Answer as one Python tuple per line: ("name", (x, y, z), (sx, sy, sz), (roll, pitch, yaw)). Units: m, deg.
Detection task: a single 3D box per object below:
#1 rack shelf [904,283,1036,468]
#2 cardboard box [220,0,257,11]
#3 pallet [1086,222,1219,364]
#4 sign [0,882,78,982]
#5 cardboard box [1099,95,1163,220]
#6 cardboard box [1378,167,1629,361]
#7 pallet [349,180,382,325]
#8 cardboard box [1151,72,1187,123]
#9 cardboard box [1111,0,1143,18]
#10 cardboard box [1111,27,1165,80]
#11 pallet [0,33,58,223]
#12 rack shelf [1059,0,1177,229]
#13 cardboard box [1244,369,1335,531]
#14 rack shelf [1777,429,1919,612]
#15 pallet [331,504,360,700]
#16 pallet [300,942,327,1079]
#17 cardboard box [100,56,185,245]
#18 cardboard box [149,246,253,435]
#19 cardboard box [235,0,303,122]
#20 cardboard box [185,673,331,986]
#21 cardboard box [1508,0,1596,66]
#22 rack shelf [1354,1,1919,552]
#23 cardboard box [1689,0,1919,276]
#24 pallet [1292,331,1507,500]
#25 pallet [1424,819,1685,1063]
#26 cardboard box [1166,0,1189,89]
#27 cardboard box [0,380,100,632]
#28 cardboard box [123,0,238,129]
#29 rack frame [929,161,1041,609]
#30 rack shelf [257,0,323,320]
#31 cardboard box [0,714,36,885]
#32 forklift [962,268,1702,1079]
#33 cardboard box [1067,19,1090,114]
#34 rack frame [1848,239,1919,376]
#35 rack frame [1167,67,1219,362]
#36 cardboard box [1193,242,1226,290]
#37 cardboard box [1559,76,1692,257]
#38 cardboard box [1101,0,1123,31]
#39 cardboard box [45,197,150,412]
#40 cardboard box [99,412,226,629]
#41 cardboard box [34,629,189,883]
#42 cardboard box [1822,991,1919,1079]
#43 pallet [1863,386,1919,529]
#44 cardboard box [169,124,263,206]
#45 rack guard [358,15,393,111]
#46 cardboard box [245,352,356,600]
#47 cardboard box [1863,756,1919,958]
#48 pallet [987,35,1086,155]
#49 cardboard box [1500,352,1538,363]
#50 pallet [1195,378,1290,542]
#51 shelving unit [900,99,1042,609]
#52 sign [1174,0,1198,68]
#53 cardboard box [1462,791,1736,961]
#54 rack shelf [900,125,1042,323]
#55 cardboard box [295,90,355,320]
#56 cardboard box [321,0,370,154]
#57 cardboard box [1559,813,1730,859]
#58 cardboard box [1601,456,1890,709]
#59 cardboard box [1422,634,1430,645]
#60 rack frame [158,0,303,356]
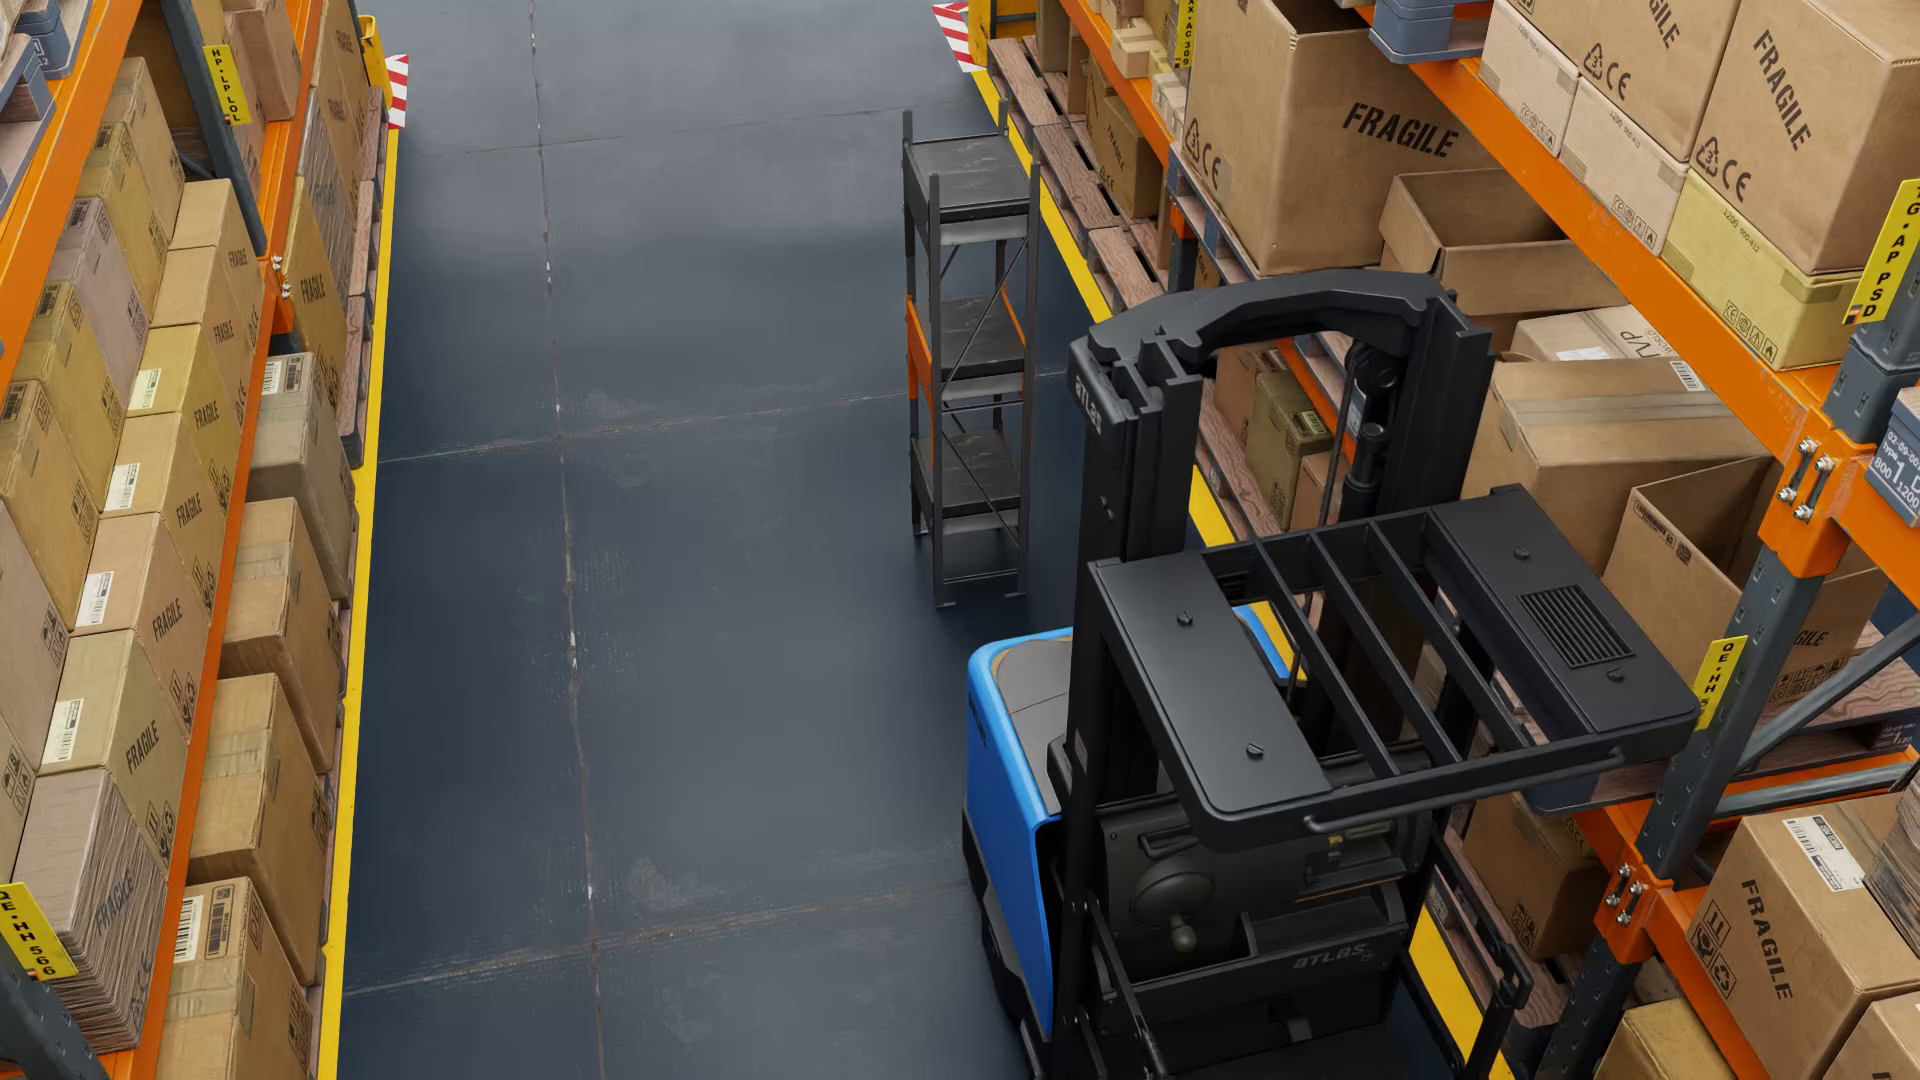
("rack shelf", (0.036, -0.668, 6.723), (0.431, 0.518, 0.480), (-8, 42, -9))
("cardboard box", (-3.628, -2.686, 7.371), (0.875, 0.550, 0.550), (-8, 42, -9))
("pallet", (1.318, -1.305, 8.843), (1.003, 0.211, 1.213), (-8, 42, -9))
("sign", (-1.976, 0.833, 3.521), (0.100, 0.325, 0.005), (-8, 42, -9))
("cardboard box", (1.108, -2.166, 9.279), (0.500, 0.500, 0.500), (-12, 43, -13))
("cardboard box", (1.962, -1.003, 6.007), (0.797, 0.503, 0.637), (-4, 42, -5))
("pallet", (-3.722, -1.526, 9.092), (1.003, 0.211, 1.213), (-8, 42, -9))
("cardboard box", (1.119, -2.084, 7.809), (0.380, 0.149, 0.250), (-8, 42, -9))
("cardboard box", (1.181, -3.005, 8.358), (0.875, 0.500, 0.500), (-8, 42, -9))
("cardboard box", (0.961, -2.401, 8.166), (0.380, 0.149, 0.250), (-8, 42, -9))
("pallet", (-2.939, -0.865, 4.129), (1.003, 0.211, 1.213), (-7, 42, -7))
("rack shelf", (1.066, -2.945, 9.131), (1.077, 0.370, 4.000), (-8, 42, -9))
("cardboard box", (1.693, -0.434, 7.313), (0.700, 0.500, 0.500), (-9, 42, -10))
("rack shelf", (2.792, 1.119, 2.294), (1.077, 0.370, 4.000), (-8, 42, -9))
("pallet", (-3.127, 0.260, 7.080), (1.003, 0.211, 1.213), (-8, 42, -9))
("pallet", (-2.601, 1.842, 5.298), (1.003, 0.211, 1.213), (-8, 42, -9))
("cardboard box", (-3.255, -1.362, 5.979), (0.700, 0.500, 0.500), (-9, 42, -10))
("cardboard box", (-2.885, -0.682, 5.965), (0.500, 0.500, 0.500), (-9, 42, -10))
("cardboard box", (-3.601, -2.286, 7.734), (0.875, 0.550, 0.550), (-8, 42, -9))
("cardboard box", (-2.740, 1.031, 5.489), (1.050, 0.750, 0.750), (-8, 42, -9))
("cardboard box", (1.800, -1.598, 4.361), (0.500, 0.500, 0.500), (-8, 42, -9))
("rack shelf", (1.929, -1.474, 5.215), (1.077, 0.370, 4.000), (-8, 42, -9))
("cardboard box", (2.013, -0.944, 3.624), (0.500, 0.500, 0.500), (-7, 42, -8))
("pallet", (1.893, -0.530, 6.014), (1.003, 0.211, 1.213), (-8, 42, -9))
("pallet", (2.193, 1.212, 6.008), (1.003, 0.211, 1.213), (-8, 42, -9))
("cardboard box", (1.461, -2.366, 7.639), (0.875, 0.500, 0.500), (-8, 42, -9))
("cardboard box", (-2.815, -0.043, 4.492), (0.700, 0.500, 0.500), (-9, 42, -10))
("cardboard box", (-3.414, -1.976, 6.572), (0.875, 0.550, 0.550), (-8, 42, -9))
("rack frame", (0.088, -0.520, 6.536), (0.400, 2.100, 0.015), (-8, 42, -9))
("rack shelf", (-3.799, -2.299, 8.405), (1.077, 0.370, 4.000), (-8, 42, -9))
("cardboard box", (-2.591, 0.617, 3.749), (0.700, 0.500, 0.500), (-9, 42, -10))
("forklift", (0.886, 0.920, 4.287), (1.130, 2.935, 3.031), (-10, 43, -11))
("cardboard box", (0.915, -2.943, 10.154), (0.500, 0.500, 0.500), (2, 42, 2))
("rack frame", (2.361, -1.568, 2.520), (1.000, 3.000, 0.127), (-8, 42, -9))
("rack frame", (1.497, -1.917, 7.432), (1.000, 3.000, 0.127), (-8, 42, -9))
("cardboard box", (1.450, -1.405, 8.421), (0.500, 0.500, 0.500), (-10, 42, -11))
("cardboard box", (1.898, -0.983, 4.233), (0.500, 0.250, 0.500), (-8, 42, -9))
("cardboard box", (0.942, -2.738, 8.546), (0.380, 0.149, 0.250), (-8, 42, -9))
("cardboard box", (-3.033, -0.702, 5.234), (0.700, 0.500, 0.500), (-8, 42, -9))
("cardboard box", (-2.664, -0.026, 5.226), (0.500, 0.500, 0.500), (-9, 42, -10))
("cardboard box", (-2.450, 0.624, 4.493), (0.500, 0.500, 0.500), (-9, 42, -10))
("cardboard box", (2.314, 1.326, 3.703), (0.500, 0.500, 0.500), (-9, 42, -10))
("pallet", (2.551, 0.034, 3.117), (1.213, 0.211, 1.003), (-7, 42, -7))
("cardboard box", (-3.459, -1.566, 6.923), (0.875, 0.550, 0.550), (-8, 42, -9))
("rack guard", (-4.236, -2.946, 10.474), (1.175, 0.500, 0.348), (-8, 42, -9))
("cardboard box", (-3.146, -0.198, 6.874), (1.050, 0.750, 0.750), (-9, 42, -10))
("cardboard box", (2.503, 0.739, 3.608), (0.797, 0.503, 0.637), (-7, 42, -8))
("pallet", (0.791, -2.886, 10.624), (1.003, 0.211, 1.213), (-8, 42, -9))
("cardboard box", (1.737, -0.473, 5.591), (0.396, 0.266, 0.258), (-9, 42, -10))
("pallet", (1.667, -0.370, 7.790), (1.003, 0.211, 1.213), (-8, 42, -9))
("shelving unit", (0.036, -0.678, 6.714), (0.431, 2.100, 0.503), (-8, 42, -9))
("sign", (0.969, -2.158, 7.052), (0.100, 0.325, 0.005), (-8, 42, -9))
("cardboard box", (2.197, 1.014, 5.681), (0.700, 0.500, 0.500), (-10, 43, -12))
("rack shelf", (0.036, -1.191, 6.258), (0.431, 0.518, 0.480), (-8, 42, -9))
("cardboard box", (-3.633, -1.636, 8.399), (0.875, 0.875, 0.875), (-8, 42, -9))
("cardboard box", (-4.020, -2.797, 9.708), (0.875, 0.875, 0.875), (-8, 42, -9))
("cardboard box", (2.187, 0.735, 5.430), (0.500, 0.250, 0.500), (-7, 42, -8))
("cardboard box", (2.205, 0.137, 4.726), (0.500, 0.500, 0.500), (-13, 43, -15))
("cardboard box", (1.935, 0.290, 6.497), (0.700, 0.500, 0.500), (-5, 42, -6))
("rack frame", (-3.368, -1.272, 6.705), (1.000, 3.000, 0.127), (-8, 42, -9))
